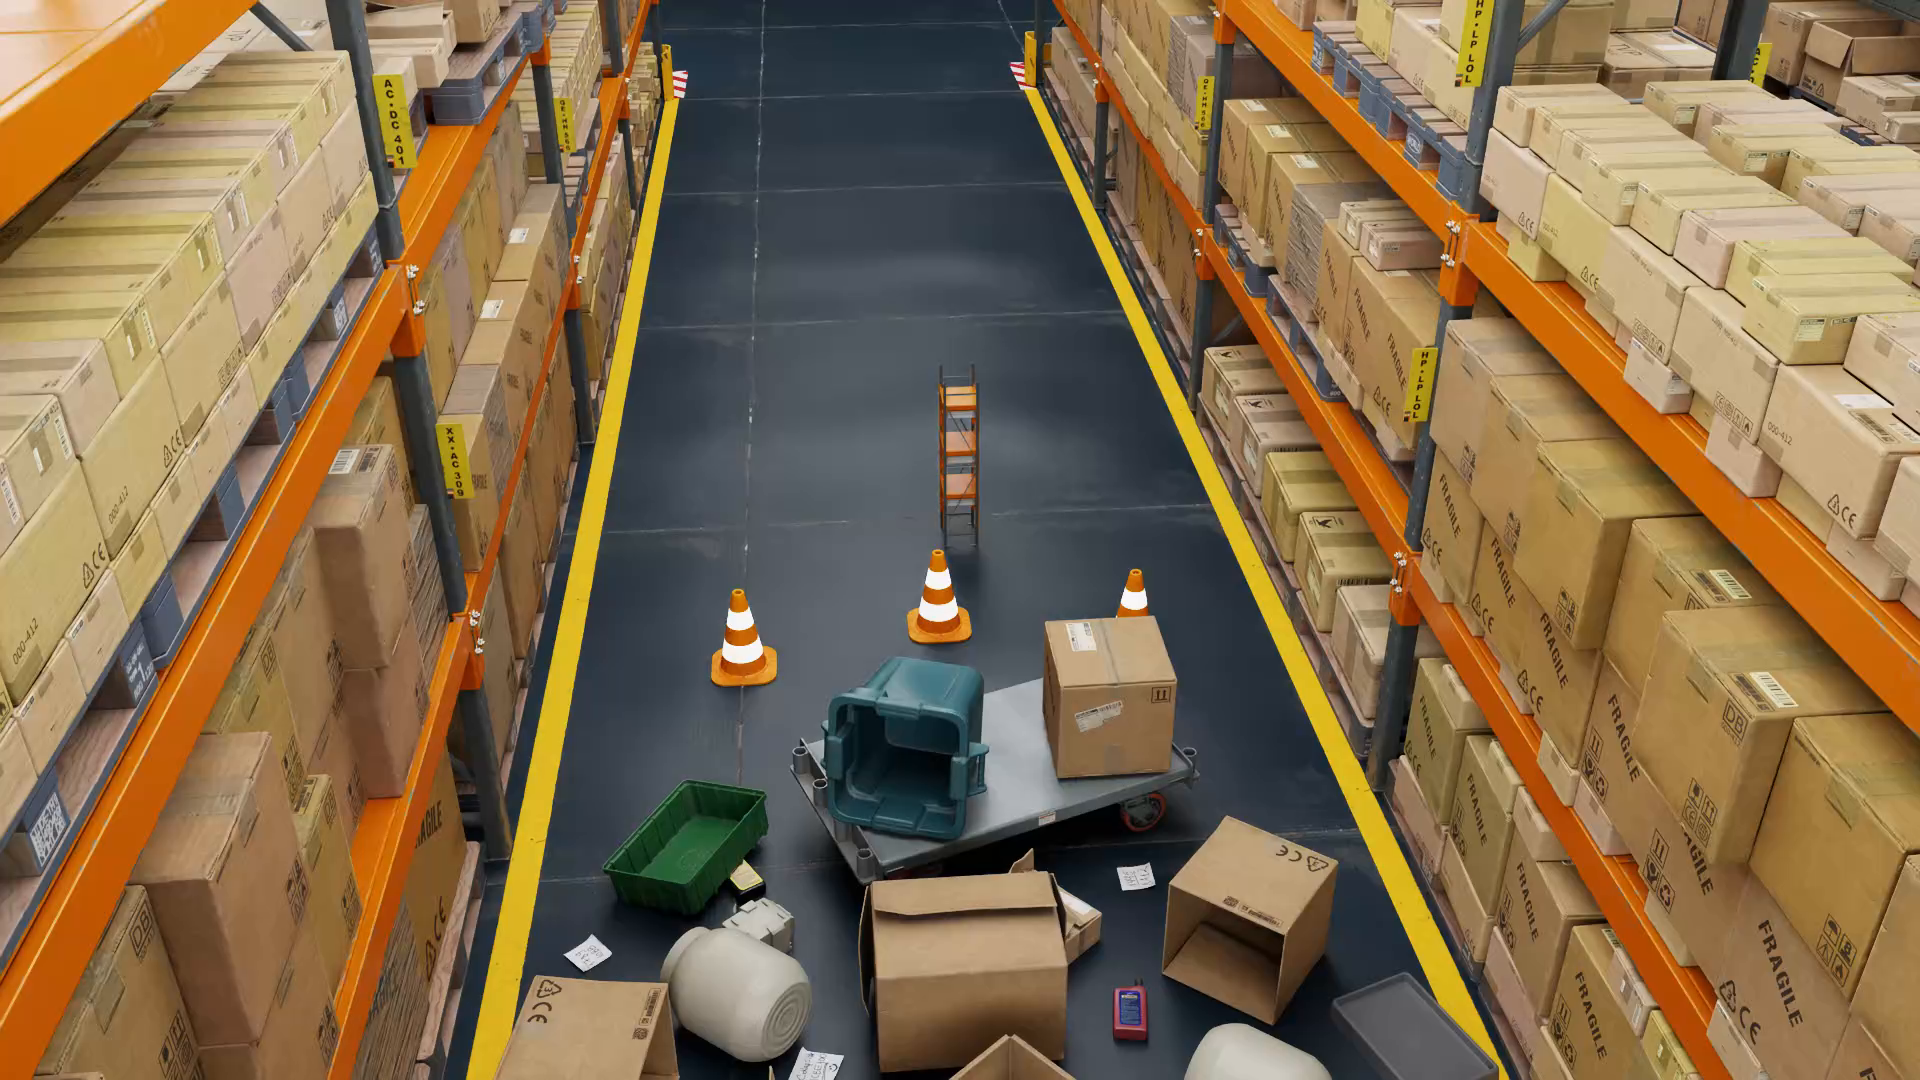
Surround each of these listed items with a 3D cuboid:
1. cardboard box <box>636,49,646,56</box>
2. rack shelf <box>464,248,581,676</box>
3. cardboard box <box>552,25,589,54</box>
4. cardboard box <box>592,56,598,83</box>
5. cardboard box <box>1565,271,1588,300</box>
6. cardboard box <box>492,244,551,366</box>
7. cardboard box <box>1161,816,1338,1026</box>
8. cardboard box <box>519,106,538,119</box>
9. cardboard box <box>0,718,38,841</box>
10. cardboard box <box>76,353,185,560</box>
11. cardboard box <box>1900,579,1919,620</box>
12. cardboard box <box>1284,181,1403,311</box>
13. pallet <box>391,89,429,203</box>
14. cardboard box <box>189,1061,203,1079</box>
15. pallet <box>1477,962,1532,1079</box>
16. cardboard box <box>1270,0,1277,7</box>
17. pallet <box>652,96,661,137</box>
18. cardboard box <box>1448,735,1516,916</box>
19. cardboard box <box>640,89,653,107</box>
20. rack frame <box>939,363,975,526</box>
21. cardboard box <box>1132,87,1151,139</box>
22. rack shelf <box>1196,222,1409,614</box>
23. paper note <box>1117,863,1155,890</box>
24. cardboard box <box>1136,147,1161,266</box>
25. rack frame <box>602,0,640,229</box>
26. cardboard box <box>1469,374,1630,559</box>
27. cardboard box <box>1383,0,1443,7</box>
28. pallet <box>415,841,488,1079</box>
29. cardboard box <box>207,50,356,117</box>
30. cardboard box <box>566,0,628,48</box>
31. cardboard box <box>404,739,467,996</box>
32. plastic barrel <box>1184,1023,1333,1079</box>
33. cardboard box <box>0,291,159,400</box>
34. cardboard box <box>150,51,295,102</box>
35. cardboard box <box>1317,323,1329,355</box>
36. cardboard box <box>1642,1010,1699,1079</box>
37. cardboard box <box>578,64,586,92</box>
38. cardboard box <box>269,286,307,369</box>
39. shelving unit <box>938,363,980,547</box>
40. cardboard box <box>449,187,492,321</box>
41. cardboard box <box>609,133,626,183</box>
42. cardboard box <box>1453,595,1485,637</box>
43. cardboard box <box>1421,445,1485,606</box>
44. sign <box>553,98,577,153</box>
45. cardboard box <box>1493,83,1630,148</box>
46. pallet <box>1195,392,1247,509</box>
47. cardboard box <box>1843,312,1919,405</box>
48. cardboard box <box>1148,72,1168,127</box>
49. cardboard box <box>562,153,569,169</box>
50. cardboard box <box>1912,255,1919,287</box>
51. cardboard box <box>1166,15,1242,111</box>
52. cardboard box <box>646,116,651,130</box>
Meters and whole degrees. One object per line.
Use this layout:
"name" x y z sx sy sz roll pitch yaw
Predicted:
"cardboard box" -3.352 -4.819 16.683 0.380 0.149 0.250 -2 31 -4
"rack shelf" -2.686 -0.582 8.501 1.077 0.370 4.000 -3 31 -5
"cardboard box" -2.942 -3.683 12.247 0.380 0.149 0.250 -3 31 -5
"cardboard box" -2.966 -3.573 12.643 0.380 0.149 0.250 -3 31 -5
"cardboard box" 2.307 -0.910 5.668 0.380 0.149 0.250 -3 31 -5
"cardboard box" -2.471 -1.228 8.783 0.500 0.500 0.500 -3 31 -5
"cardboard box" 1.165 1.526 6.706 0.500 0.500 0.500 20 36 29
"cardboard box" -2.751 -2.622 10.470 0.380 0.149 0.250 -4 31 -6
"cardboard box" -1.863 0.449 2.886 0.380 0.149 0.250 -2 31 -4
"cardboard box" -2.011 -0.177 3.546 0.500 0.250 0.500 -3 31 -5
"cardboard box" 2.478 0.140 3.911 0.380 0.149 0.250 -3 31 -4
"cardboard box" 2.009 -1.519 8.570 0.500 0.500 0.500 -4 31 -6
"pallet" -2.634 -1.541 6.666 0.805 0.209 1.217 -4 31 -7
"cardboard box" -2.278 1.641 3.931 0.875 0.550 0.550 -3 31 -5
"pallet" 2.635 2.004 6.189 1.003 0.211 1.213 -3 31 -5
"cardboard box" 1.930 -3.132 9.273 0.396 0.266 0.258 -3 31 -5
"pallet" -3.572 -4.344 16.817 1.003 0.211 1.213 -3 31 -5
"cardboard box" 2.268 1.107 6.513 0.500 0.500 0.500 -2 31 -3
"cardboard box" -3.175 -4.296 16.097 0.380 0.149 0.250 -2 31 -4
"rack frame" -0.016 -0.540 9.631 0.200 1.050 0.008 -3 31 -5
"cardboard box" 1.570 -3.159 12.260 0.500 0.250 0.500 -3 31 -5
"rack shelf" 2.233 -0.871 8.984 1.077 0.370 4.000 -3 31 -5
"paper note" 0.771 1.468 7.262 0.148 0.019 0.142 -3 31 -5
"cardboard box" 1.902 -2.738 13.070 0.875 0.875 0.875 -2 31 -3
"rack frame" -3.246 -3.954 13.445 1.000 3.000 0.127 -3 31 -5
"cardboard box" 2.271 -0.262 5.900 0.700 0.500 0.500 -3 31 -4
"cardboard box" 2.122 -2.587 7.479 0.500 0.250 0.500 -2 31 -4
"pallet" -2.506 1.719 6.666 1.003 0.211 1.213 -3 31 -5
"cardboard box" -2.147 -1.444 5.277 0.380 0.149 0.250 -3 31 -5
"cardboard box" -3.042 -4.390 13.786 0.500 0.500 0.500 -3 31 -5
"cardboard box" -2.510 1.187 6.501 0.875 0.875 0.875 -2 31 -4
"plastic barrel" 1.093 2.008 5.976 0.512 0.421 0.421 20 36 29
"cardboard box" -1.957 -0.408 3.543 0.380 0.149 0.250 -3 31 -5
"cardboard box" -2.724 -1.669 6.334 0.500 0.250 0.500 -2 31 -4
"cardboard box" 2.016 -1.002 8.338 0.380 0.149 0.250 -3 31 -5
"cardboard box" 2.338 1.574 5.097 0.380 0.149 0.250 -2 31 -4
"cardboard box" -2.886 -3.288 11.875 0.380 0.149 0.250 -3 31 -4
"cardboard box" -2.051 -0.584 4.615 0.380 0.149 0.250 -2 31 -4
"shelving unit" -0.005 -0.478 9.527 0.215 1.050 0.252 -3 31 -5
"cardboard box" -2.694 -1.374 8.052 0.700 0.500 0.500 -3 31 -5
"cardboard box" -2.925 -3.015 13.170 0.500 0.250 0.500 -4 31 -6
"cardboard box" 2.205 0.252 6.648 0.380 0.149 0.250 -2 31 -3
"cardboard box" 2.184 -0.091 6.590 0.500 0.500 0.500 -3 31 -5
"sign" -2.320 -2.437 9.776 0.100 0.325 0.005 -3 31 -5
"cardboard box" 2.125 -1.504 5.886 0.380 0.149 0.250 -3 31 -5
"pallet" 2.118 -0.605 10.556 1.003 0.211 1.213 -3 31 -5
"cardboard box" 2.454 -0.452 4.124 0.380 0.149 0.250 -4 31 -6
"cardboard box" 1.628 -3.108 11.687 0.500 0.250 0.500 -4 31 -6
"cardboard box" -2.764 -2.497 10.841 0.380 0.149 0.250 -1 31 -2
"cardboard box" 2.907 -0.742 4.610 0.380 0.149 0.250 -2 31 -4
"cardboard box" 1.681 -3.186 11.086 0.500 0.500 0.500 -2 31 -4
"cardboard box" -3.172 -4.035 15.951 0.380 0.149 0.250 -2 31 -4
